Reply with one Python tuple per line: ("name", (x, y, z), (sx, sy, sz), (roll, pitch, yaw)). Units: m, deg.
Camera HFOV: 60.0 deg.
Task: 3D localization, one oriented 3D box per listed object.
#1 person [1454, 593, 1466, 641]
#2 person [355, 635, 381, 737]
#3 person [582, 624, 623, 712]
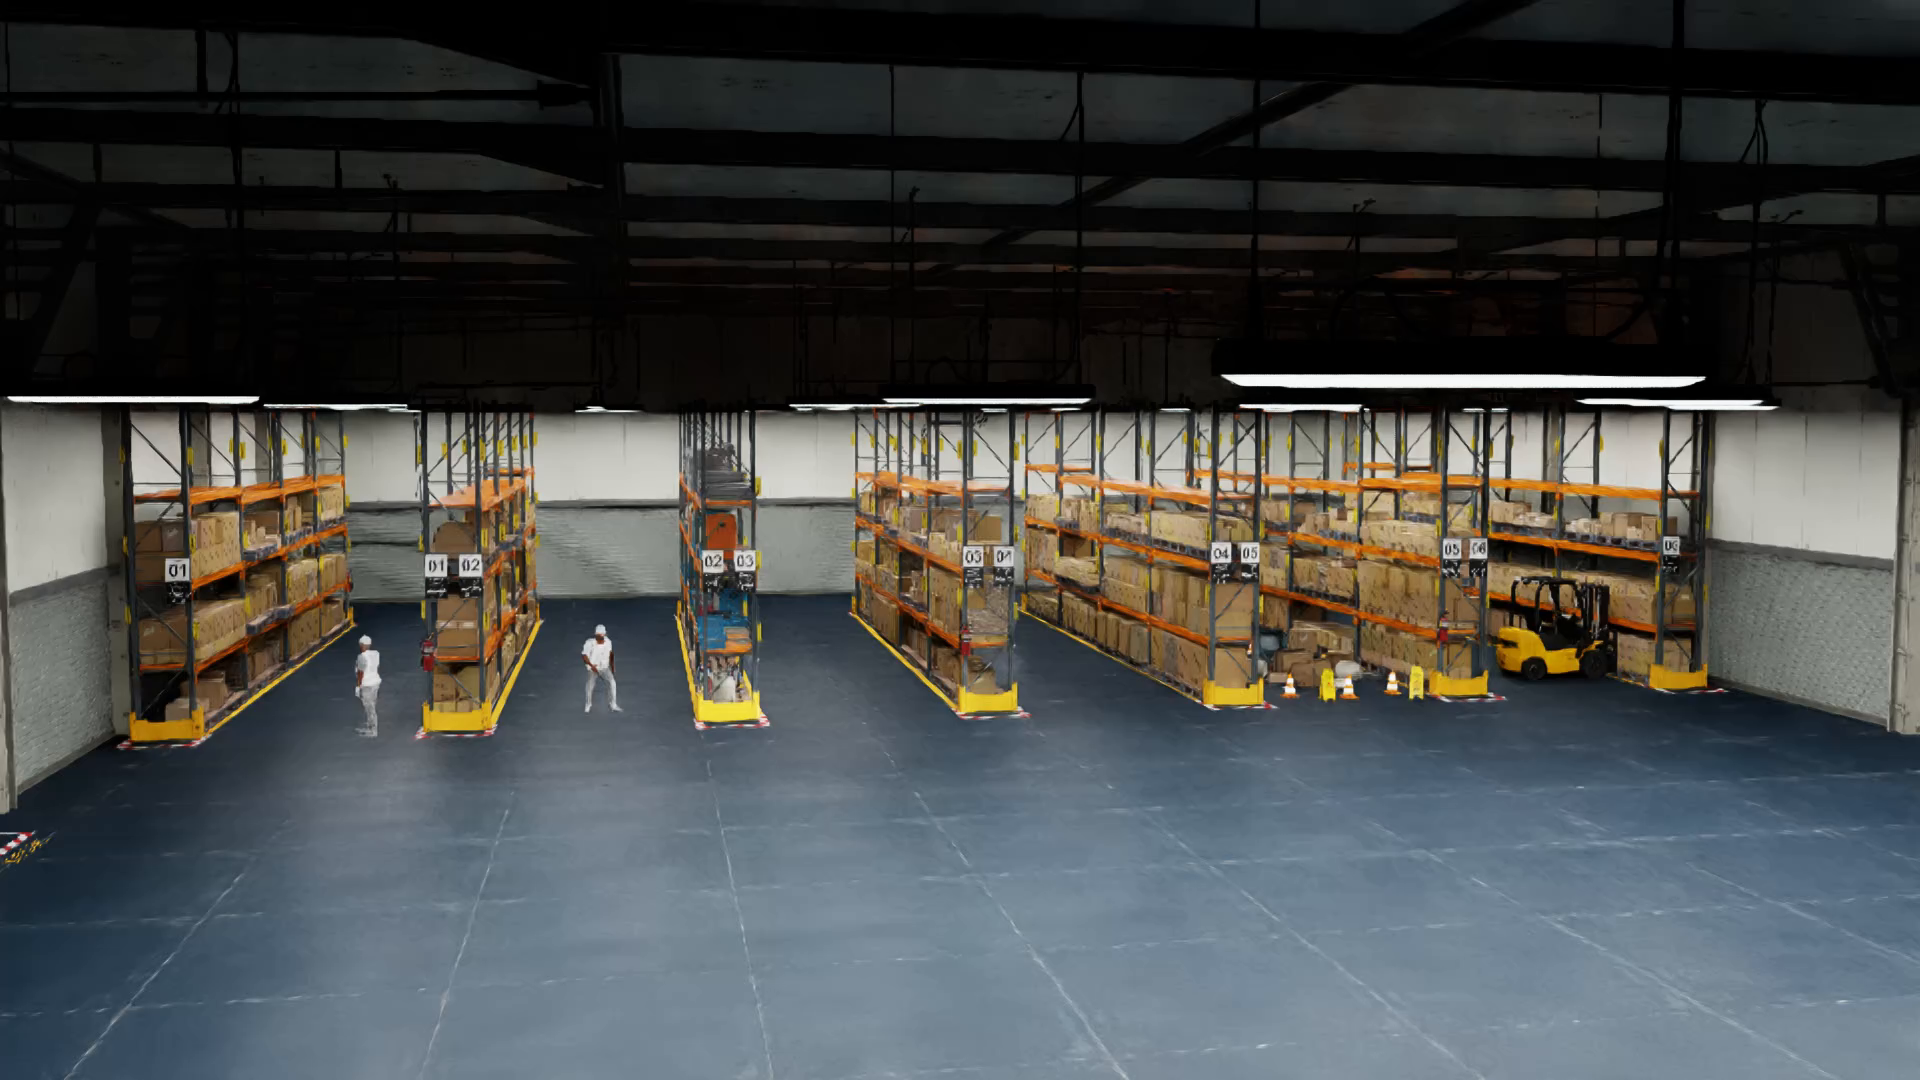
("person", (11.340, 1.992, 37.859), (0.576, 1.718, 0.626), (2, 5, 21))
("person", (-10.568, 2.581, 29.608), (0.557, 1.784, 0.639), (1, 4, 8))
("person", (-6.934, 2.455, 31.914), (0.702, 1.698, 0.801), (-3, 5, -31))
